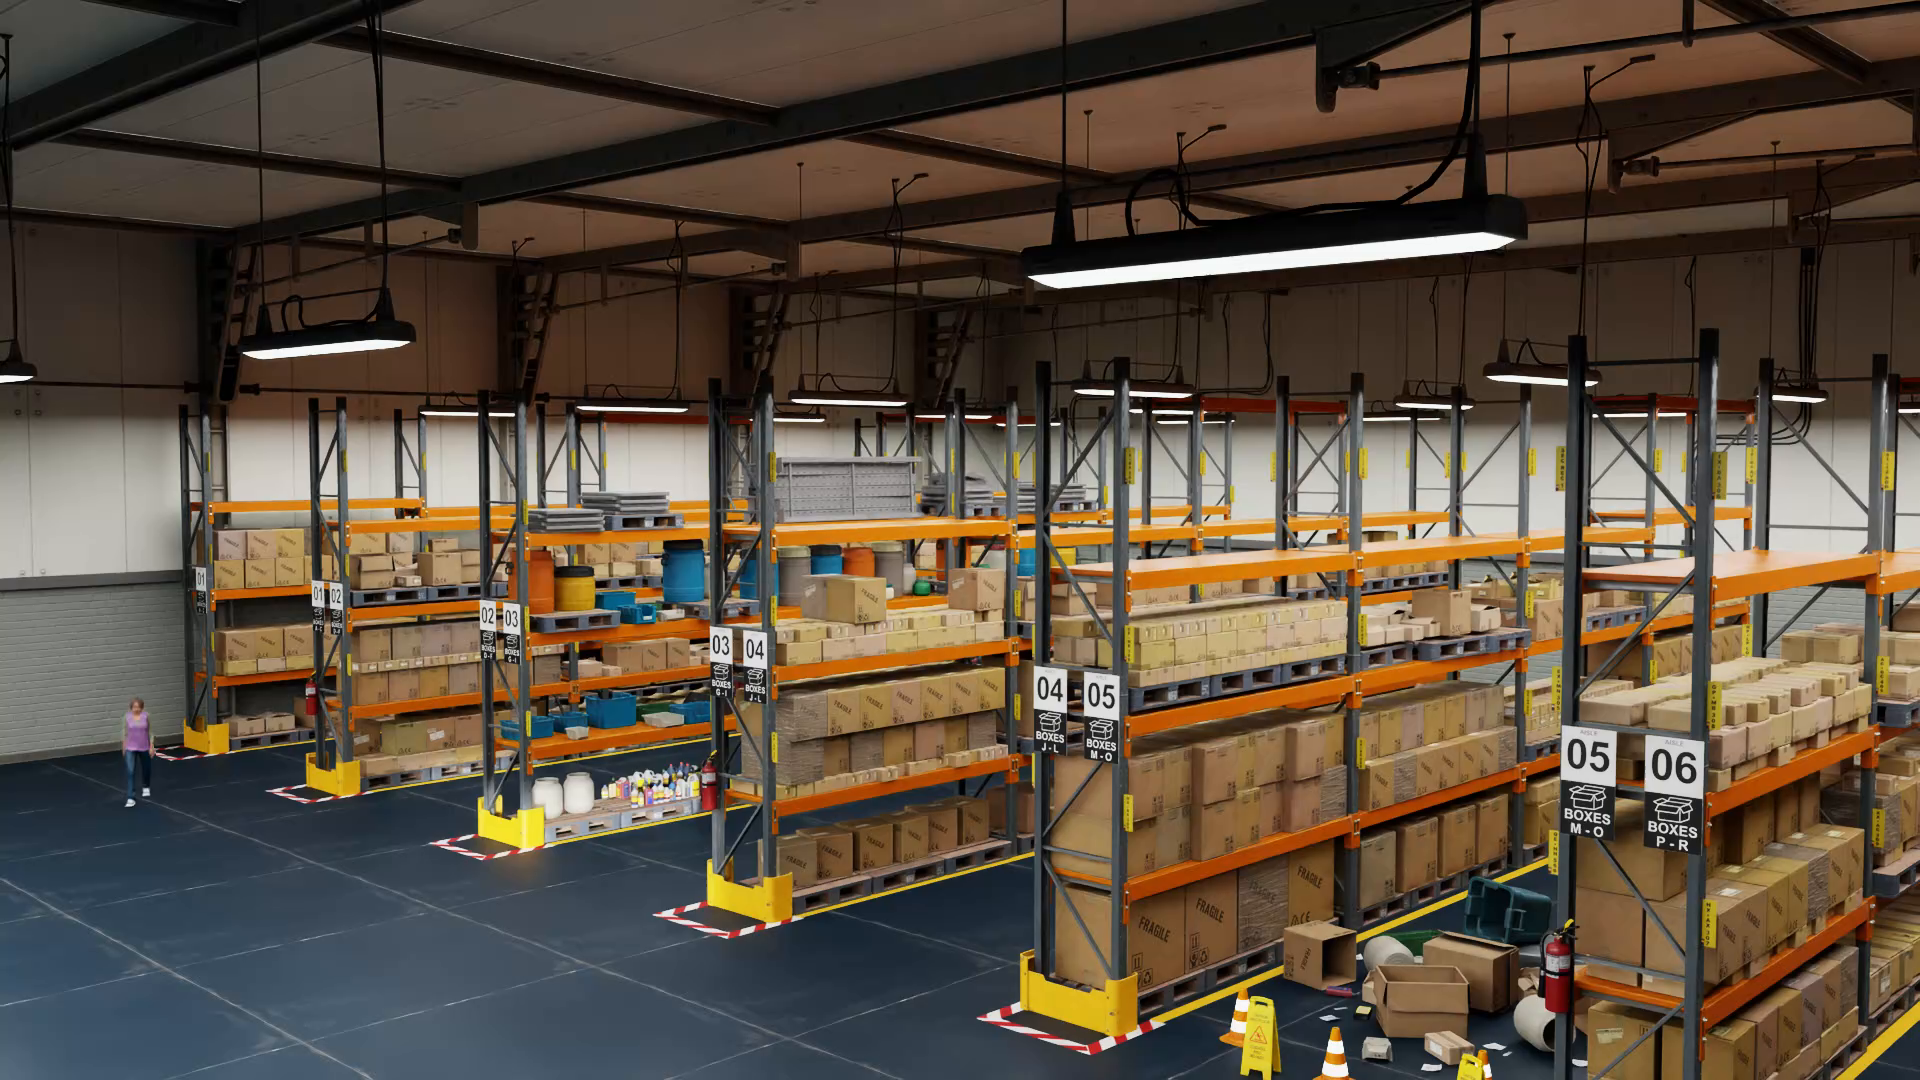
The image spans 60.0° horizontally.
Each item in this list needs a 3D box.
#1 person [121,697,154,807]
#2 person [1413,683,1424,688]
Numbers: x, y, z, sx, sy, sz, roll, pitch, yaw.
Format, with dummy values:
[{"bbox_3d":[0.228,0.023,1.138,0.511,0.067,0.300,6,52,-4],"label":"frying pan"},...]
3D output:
[{"bbox_3d":[-12.148,3.095,24.545,0.429,1.549,0.791,-2,4,-34],"label":"person"},{"bbox_3d":[7.102,3.006,25.583,1.025,1.610,0.527,-3,4,-41],"label":"person"}]
